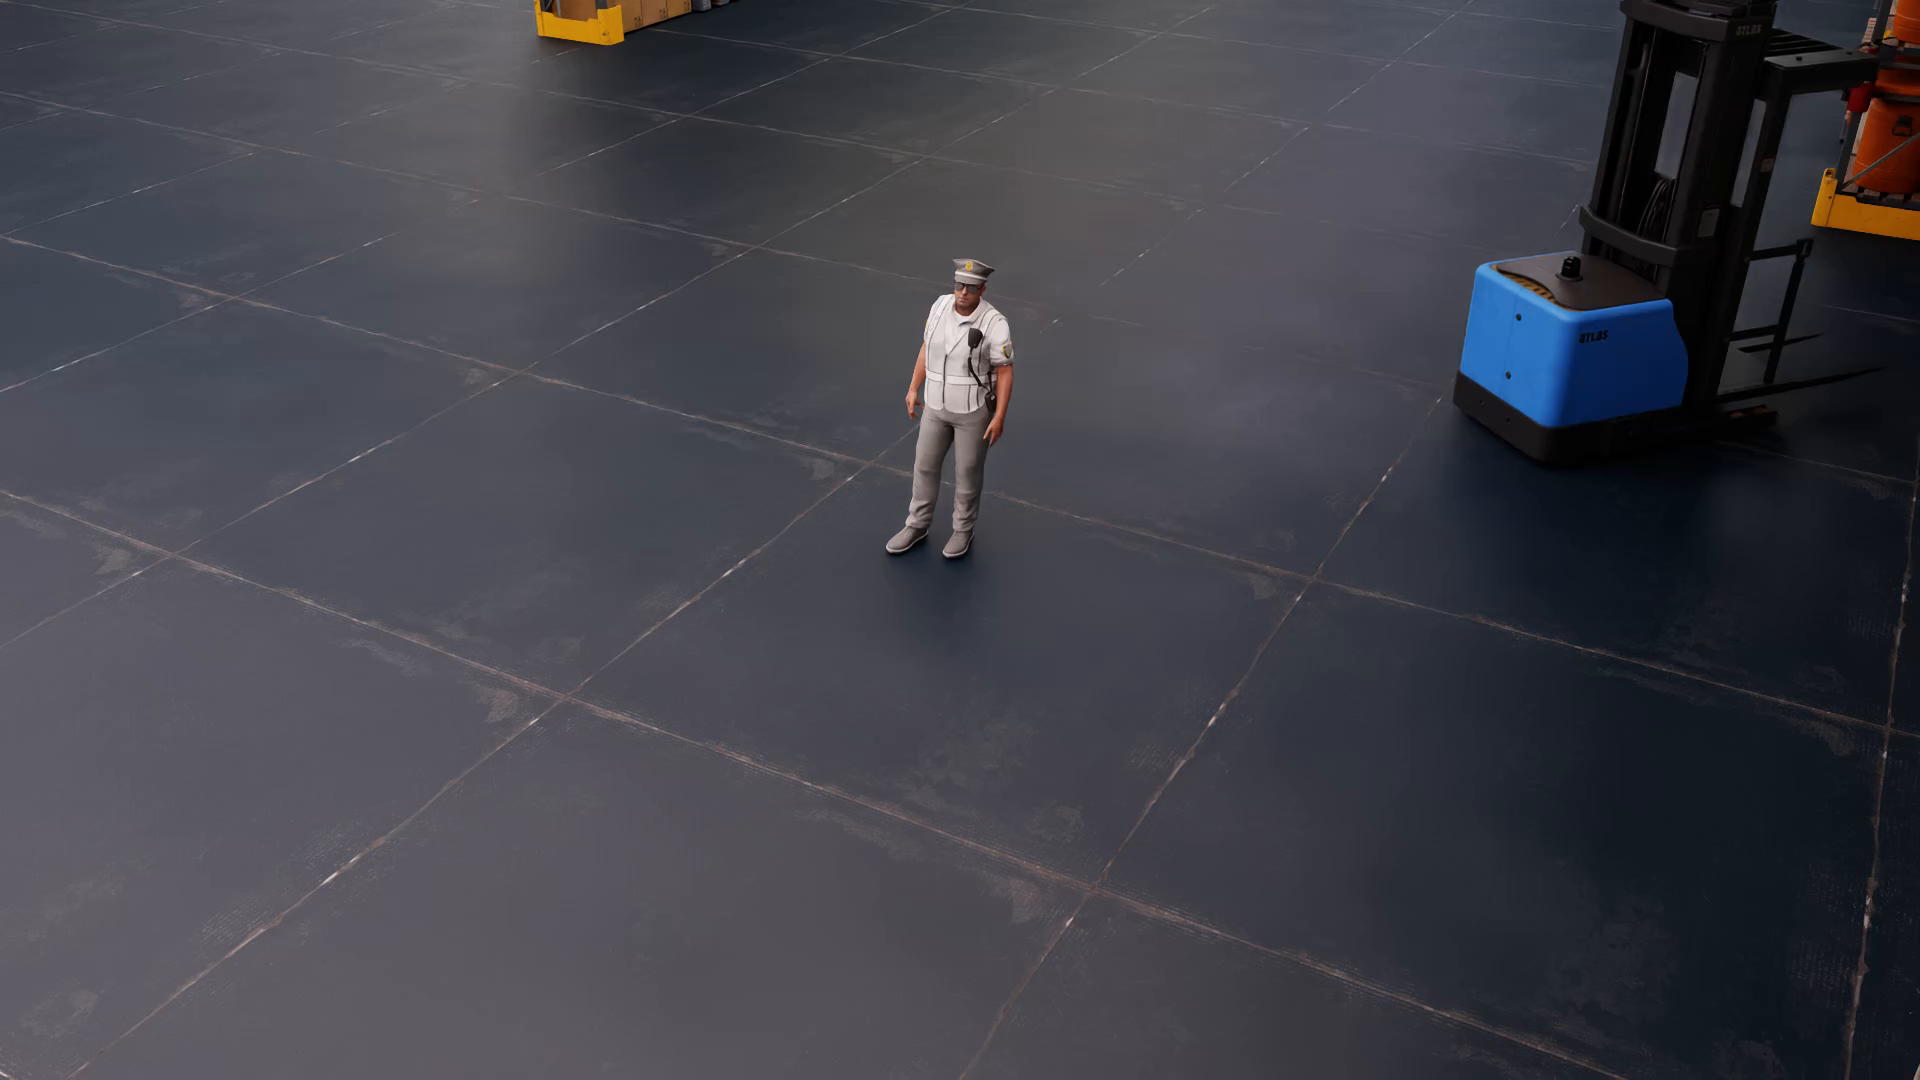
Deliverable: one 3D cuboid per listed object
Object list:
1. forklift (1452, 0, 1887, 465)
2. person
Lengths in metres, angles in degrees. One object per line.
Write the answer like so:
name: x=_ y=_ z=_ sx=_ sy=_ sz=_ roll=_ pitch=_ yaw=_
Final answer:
forklift: x=4.982 y=-2.201 z=10.883 sx=3.031 sy=2.935 sz=1.130 roll=-10 pitch=32 yaw=-17
person: x=-0.048 y=-0.747 z=9.500 sx=0.640 sy=1.781 sz=0.575 roll=15 pitch=33 yaw=25
